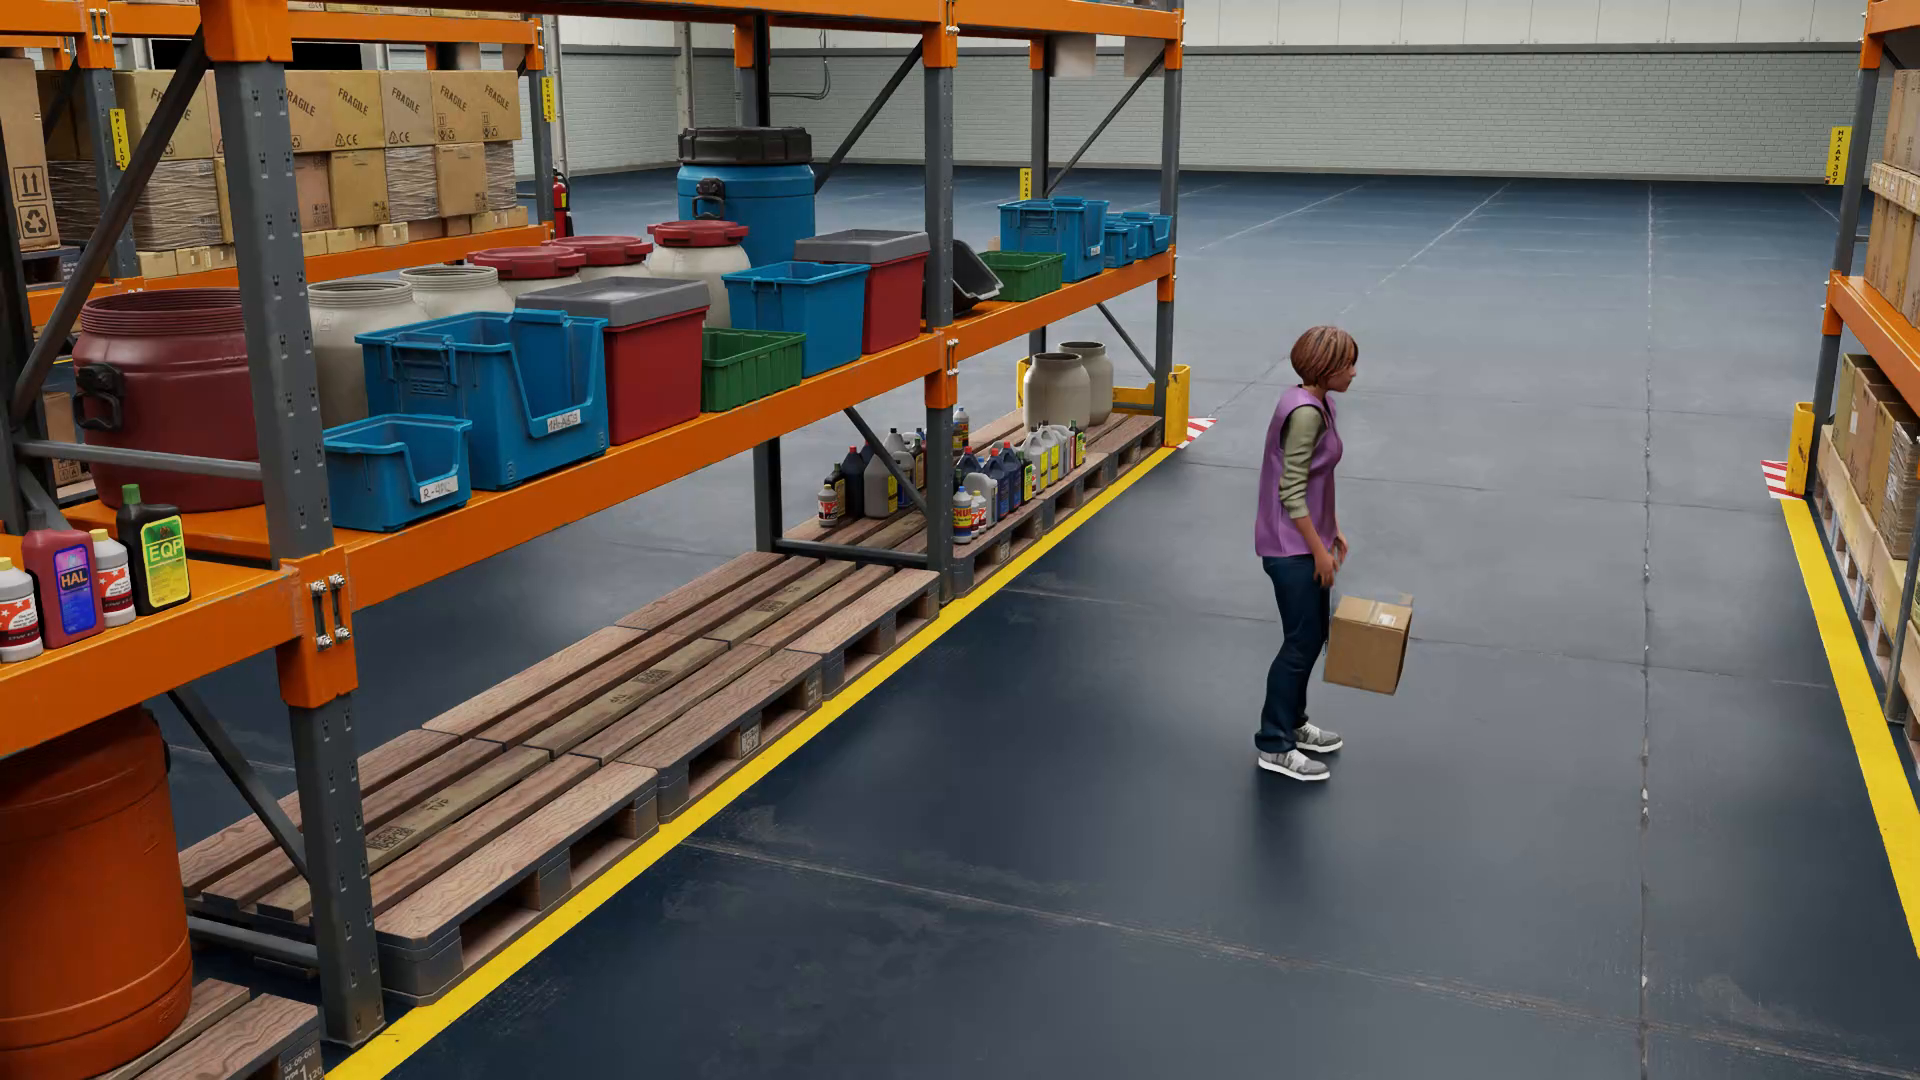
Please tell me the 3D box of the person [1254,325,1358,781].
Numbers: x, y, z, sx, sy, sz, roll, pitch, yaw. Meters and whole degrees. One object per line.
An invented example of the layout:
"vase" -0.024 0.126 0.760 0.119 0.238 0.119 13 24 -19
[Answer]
"person" 1.224 0.031 5.927 0.338 1.598 0.452 6 17 19
